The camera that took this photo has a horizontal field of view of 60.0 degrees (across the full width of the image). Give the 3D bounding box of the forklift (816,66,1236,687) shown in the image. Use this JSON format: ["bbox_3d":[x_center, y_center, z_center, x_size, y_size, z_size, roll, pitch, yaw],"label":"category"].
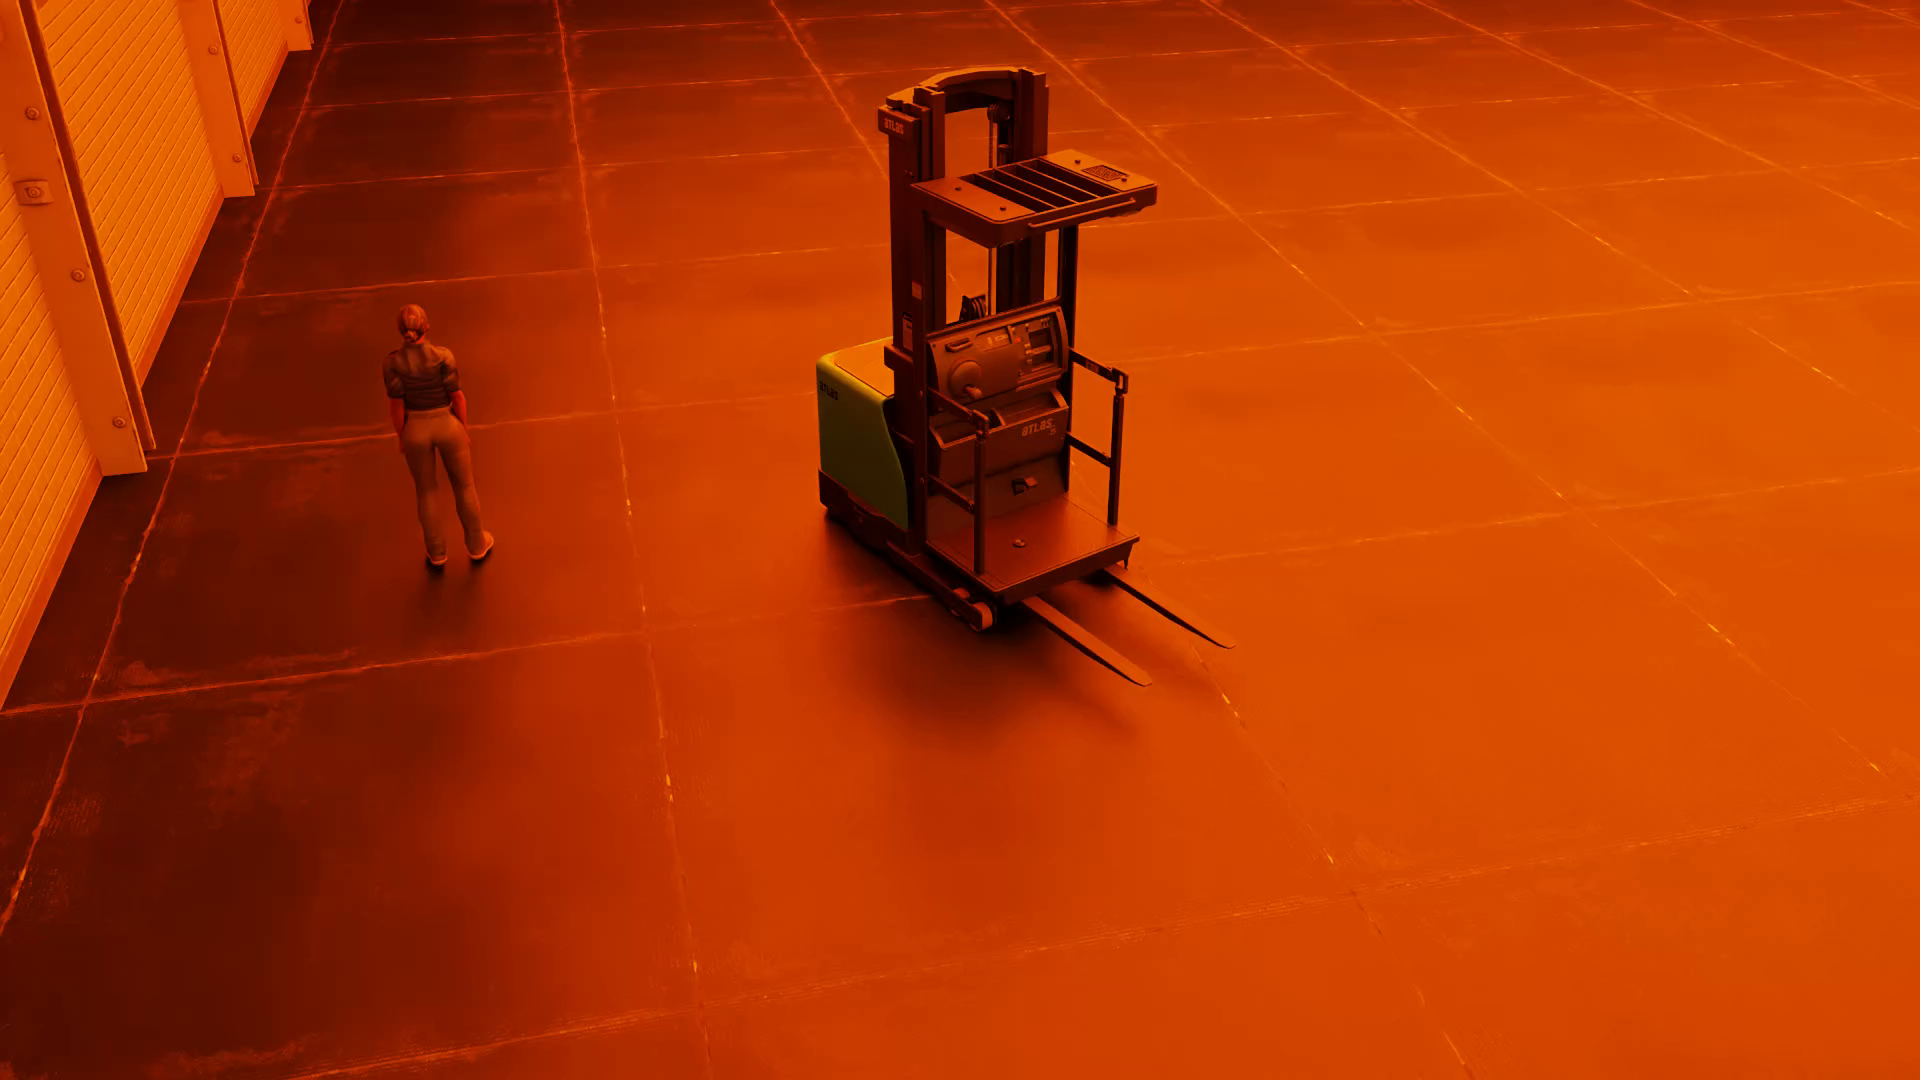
[{"bbox_3d":[0.355,-1.021,9.338,1.130,2.935,3.031,-20,35,-30],"label":"forklift"}]

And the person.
[{"bbox_3d":[-3.110,-0.629,9.857,0.452,1.660,0.335,-7,31,-12],"label":"person"}]
